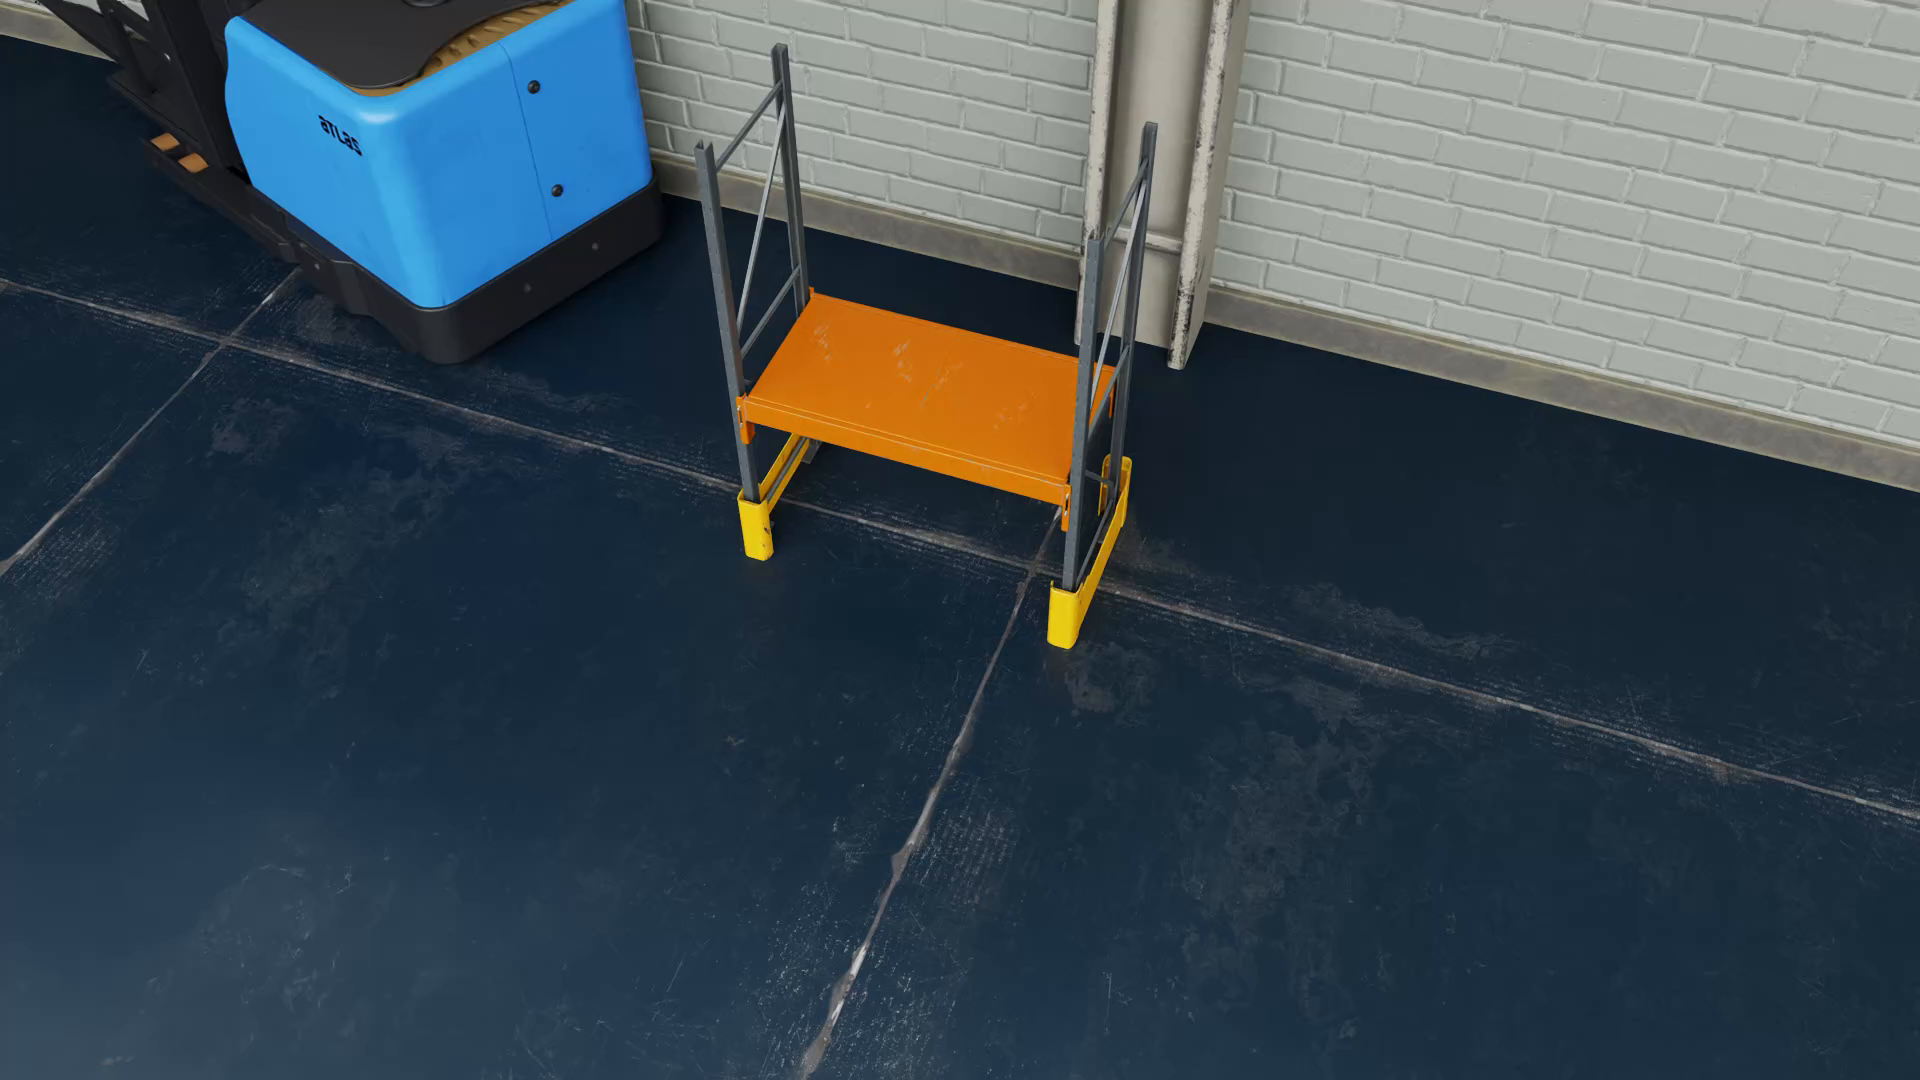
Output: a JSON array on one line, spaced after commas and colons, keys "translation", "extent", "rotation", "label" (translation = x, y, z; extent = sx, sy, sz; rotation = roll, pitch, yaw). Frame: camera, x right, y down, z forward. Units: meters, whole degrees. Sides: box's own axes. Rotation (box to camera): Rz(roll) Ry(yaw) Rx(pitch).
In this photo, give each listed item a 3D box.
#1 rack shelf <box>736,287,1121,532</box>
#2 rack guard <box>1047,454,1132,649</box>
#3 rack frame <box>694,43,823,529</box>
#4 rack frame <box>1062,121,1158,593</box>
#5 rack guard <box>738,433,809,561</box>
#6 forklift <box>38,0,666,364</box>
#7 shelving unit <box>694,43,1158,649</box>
[{"translation": [-0.080, -0.396, 4.839], "extent": [1.000, 0.185, 0.538], "rotation": [16, 51, 13], "label": "rack shelf"}, {"translation": [0.396, 0.029, 5.060], "extent": [0.087, 0.250, 0.587], "rotation": [16, 51, 13], "label": "rack guard"}, {"translation": [-0.557, -0.647, 4.818], "extent": [0.032, 1.500, 0.500], "rotation": [16, 51, 13], "label": "rack frame"}, {"translation": [0.397, -0.380, 4.587], "extent": [0.032, 1.500, 0.500], "rotation": [16, 51, 13], "label": "rack frame"}, {"translation": [-0.539, -0.232, 5.286], "extent": [0.087, 0.250, 0.587], "rotation": [16, 51, 13], "label": "rack guard"}, {"translation": [-2.521, -2.537, 5.509], "extent": [3.031, 2.935, 1.130], "rotation": [34, 57, 26], "label": "forklift"}, {"translation": [-0.072, -0.511, 4.701], "extent": [1.083, 1.500, 0.587], "rotation": [16, 51, 13], "label": "shelving unit"}]
